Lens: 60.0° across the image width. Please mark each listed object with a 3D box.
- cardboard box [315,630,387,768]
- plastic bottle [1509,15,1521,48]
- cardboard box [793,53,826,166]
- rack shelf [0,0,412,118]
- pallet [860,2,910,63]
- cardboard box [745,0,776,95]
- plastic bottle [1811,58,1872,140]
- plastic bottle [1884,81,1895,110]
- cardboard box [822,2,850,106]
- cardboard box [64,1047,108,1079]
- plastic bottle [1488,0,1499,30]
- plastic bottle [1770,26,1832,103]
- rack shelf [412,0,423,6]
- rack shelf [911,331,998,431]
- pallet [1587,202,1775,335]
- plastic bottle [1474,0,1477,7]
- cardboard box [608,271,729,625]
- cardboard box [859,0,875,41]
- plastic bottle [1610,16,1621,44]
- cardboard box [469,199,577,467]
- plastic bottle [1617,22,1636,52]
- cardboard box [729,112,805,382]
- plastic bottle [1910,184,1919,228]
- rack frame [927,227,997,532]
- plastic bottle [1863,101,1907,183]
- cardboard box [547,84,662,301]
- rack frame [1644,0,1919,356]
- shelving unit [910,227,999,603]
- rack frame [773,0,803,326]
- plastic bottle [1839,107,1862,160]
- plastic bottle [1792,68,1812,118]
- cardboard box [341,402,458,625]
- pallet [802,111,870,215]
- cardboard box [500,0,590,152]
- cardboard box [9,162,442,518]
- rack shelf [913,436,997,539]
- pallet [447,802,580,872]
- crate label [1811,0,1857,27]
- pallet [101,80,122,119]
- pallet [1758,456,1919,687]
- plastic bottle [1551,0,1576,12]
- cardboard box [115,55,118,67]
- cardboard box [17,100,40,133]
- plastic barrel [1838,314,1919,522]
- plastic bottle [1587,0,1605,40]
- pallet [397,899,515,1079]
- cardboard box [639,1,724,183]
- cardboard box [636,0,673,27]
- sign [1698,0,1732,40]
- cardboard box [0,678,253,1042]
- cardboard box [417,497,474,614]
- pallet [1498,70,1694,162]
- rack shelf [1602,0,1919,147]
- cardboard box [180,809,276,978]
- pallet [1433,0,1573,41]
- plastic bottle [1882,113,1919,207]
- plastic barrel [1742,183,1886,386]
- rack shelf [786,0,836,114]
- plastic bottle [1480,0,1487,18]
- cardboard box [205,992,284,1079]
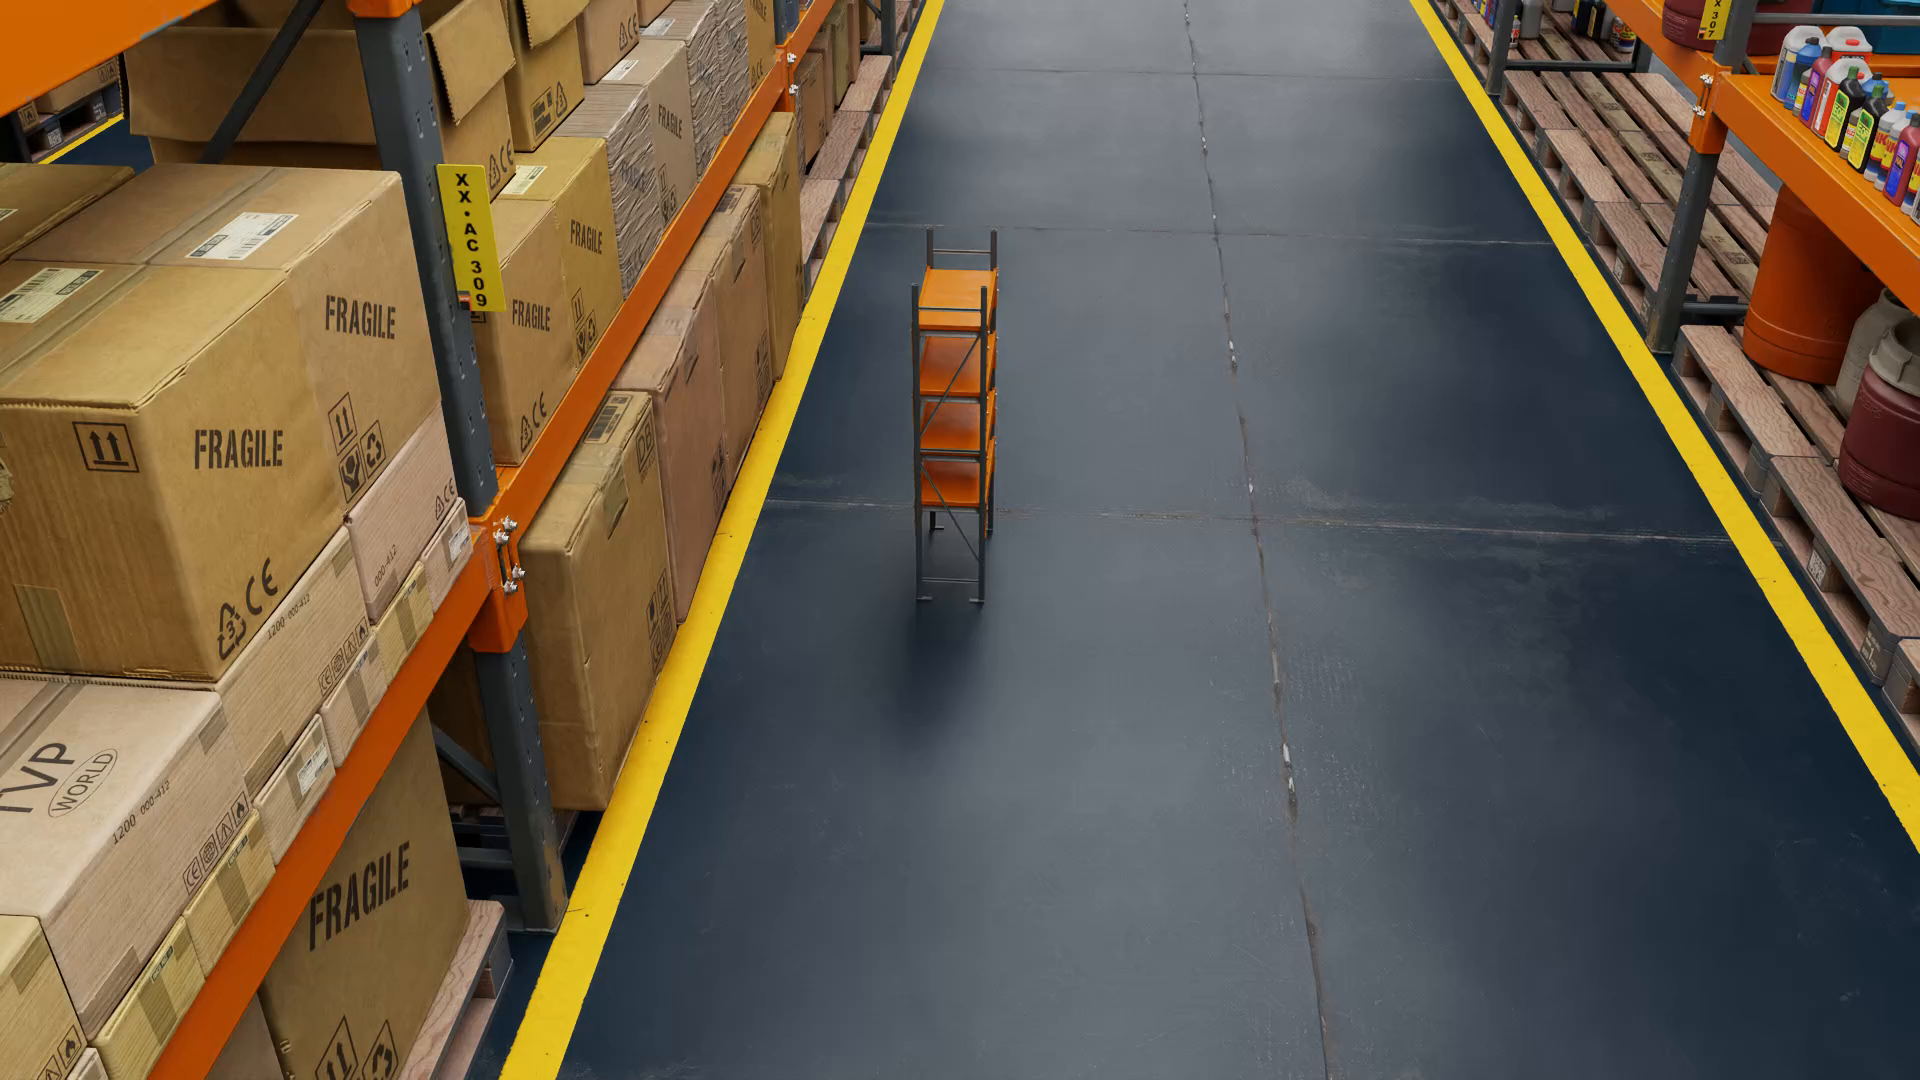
[{"bbox_3d":[-1.327,0.292,3.156,0.380,0.149,0.250,2,32,3],"label":"cardboard box"},{"bbox_3d":[3.720,-3.427,11.200,0.097,0.201,0.097,0,32,0],"label":"plastic bottle"},{"bbox_3d":[-1.155,-2.410,9.265,0.700,0.500,0.500,5,32,8],"label":"cardboard box"},{"bbox_3d":[-1.750,-0.182,1.512,1.077,0.370,4.000,2,32,4],"label":"rack shelf"},{"bbox_3d":[-0.916,-3.606,11.899,1.003,0.211,1.213,2,32,4],"label":"pallet"},{"bbox_3d":[-1.054,-2.122,6.739,0.500,0.500,0.500,3,32,5],"label":"cardboard box"},{"bbox_3d":[3.280,-1.630,6.153,0.152,0.276,0.135,2,32,4],"label":"plastic bottle"},{"bbox_3d":[3.406,-1.602,6.180,0.097,0.201,0.097,0,32,0],"label":"plastic bottle"},{"bbox_3d":[-1.065,-2.994,10.213,0.700,0.500,0.500,2,32,4],"label":"cardboard box"},{"bbox_3d":[-1.411,0.829,2.286,0.380,0.149,0.250,3,32,5],"label":"cardboard box"},{"bbox_3d":[3.782,-3.737,11.561,0.144,0.351,0.185,1,32,2],"label":"plastic bottle"},{"bbox_3d":[3.318,-1.872,6.546,0.152,0.276,0.135,2,32,4],"label":"plastic bottle"},{"bbox_3d":[-1.424,-2.273,4.906,1.077,0.370,4.000,2,32,4],"label":"rack shelf"},{"bbox_3d":[-0.013,-0.557,5.713,0.258,0.148,0.480,2,32,4],"label":"rack shelf"},{"bbox_3d":[3.777,-1.353,8.244,1.003,0.211,1.213,2,32,4],"label":"pallet"},{"bbox_3d":[3.808,-3.990,12.114,0.097,0.201,0.097,0,32,0],"label":"plastic bottle"},{"bbox_3d":[-1.483,-0.334,5.558,1.225,0.875,0.875,1,32,2],"label":"cardboard box"},{"bbox_3d":[-0.863,-3.762,11.478,0.500,0.500,0.500,2,32,2],"label":"cardboard box"},{"bbox_3d":[4.480,-3.479,11.284,0.097,0.201,0.097,0,32,0],"label":"plastic bottle"},{"bbox_3d":[-1.300,-0.529,4.154,0.500,0.500,0.500,3,32,4],"label":"cardboard box"},{"bbox_3d":[4.464,-3.402,11.093,0.097,0.271,0.097,0,32,0],"label":"plastic bottle"},{"bbox_3d":[-1.338,-1.263,7.065,1.225,0.875,0.875,1,32,2],"label":"cardboard box"},{"bbox_3d":[3.205,-1.146,5.369,0.152,0.276,0.135,2,32,4],"label":"plastic bottle"},{"bbox_3d":[0.006,-0.552,6.002,0.240,1.200,0.015,2,32,4],"label":"rack frame"},{"bbox_3d":[3.214,-1.378,5.749,0.097,0.271,0.097,0,32,0],"label":"plastic bottle"},{"bbox_3d":[-1.219,-1.054,5.006,0.500,0.500,0.500,2,32,3],"label":"cardboard box"},{"bbox_3d":[3.675,-2.137,6.858,1.000,3.000,0.127,2,32,4],"label":"rack frame"},{"bbox_3d":[-0.013,-0.424,5.795,0.258,1.200,0.503,2,32,4],"label":"shelving unit"},{"bbox_3d":[-1.261,-2.348,7.202,1.000,3.000,0.127,2,32,4],"label":"rack frame"},{"bbox_3d":[3.233,-1.469,5.963,0.097,0.201,0.097,0,32,0],"label":"plastic bottle"},{"bbox_3d":[3.273,-1.729,6.387,0.097,0.201,0.097,0,32,0],"label":"plastic bottle"},{"bbox_3d":[-1.361,-0.077,3.376,0.500,0.250,0.500,2,32,3],"label":"cardboard box"},{"bbox_3d":[-1.094,-2.206,9.628,1.003,0.211,1.213,2,32,4],"label":"pallet"},{"bbox_3d":[-1.476,-1.419,4.642,0.797,0.503,0.637,3,32,5],"label":"cardboard box"},{"bbox_3d":[-1.358,-0.387,3.164,0.500,0.500,0.500,3,32,5],"label":"cardboard box"},{"bbox_3d":[-0.013,-0.198,5.934,0.258,0.148,0.480,2,32,4],"label":"rack shelf"},{"bbox_3d":[-1.599,0.524,5.199,1.003,0.211,1.213,2,32,4],"label":"pallet"},{"bbox_3d":[4.026,-2.660,7.673,0.502,0.435,0.616,2,32,4],"label":"crate label"},{"bbox_3d":[-5.858,-3.111,11.097,1.003,0.211,1.213,2,32,4],"label":"pallet"},{"bbox_3d":[3.551,0.101,5.886,1.003,0.211,1.213,2,32,4],"label":"pallet"},{"bbox_3d":[4.381,-3.975,12.017,0.152,0.276,0.135,2,32,4],"label":"plastic bottle"},{"bbox_3d":[-5.832,-3.597,10.972,1.050,0.750,0.750,2,32,4],"label":"cardboard box"},{"bbox_3d":[-5.989,-2.606,9.364,1.050,0.750,0.750,3,32,5],"label":"cardboard box"},{"bbox_3d":[3.561,-0.442,6.006,0.600,0.588,0.708,2,32,4],"label":"plastic barrel"},{"bbox_3d":[4.357,-3.582,11.373,0.061,0.283,0.133,2,32,4],"label":"plastic bottle"},{"bbox_3d":[-1.727,1.325,3.899,1.003,0.211,1.213,2,32,4],"label":"pallet"},{"bbox_3d":[-1.140,-1.590,5.876,0.500,0.500,0.500,1,32,2],"label":"cardboard box"},{"bbox_3d":[-1.393,-2.096,5.740,0.797,0.503,0.637,3,32,5],"label":"cardboard box"},{"bbox_3d":[3.127,-2.226,6.848,0.100,0.325,0.005,2,32,4],"label":"sign"},{"bbox_3d":[-1.442,0.460,2.504,0.500,0.250,0.500,3,32,5],"label":"cardboard box"},{"bbox_3d":[-1.285,0.024,3.592,0.380,0.149,0.250,3,32,4],"label":"cardboard box"},{"bbox_3d":[3.976,-2.629,10.315,1.003,0.211,1.213,2,32,4],"label":"pallet"},{"bbox_3d":[3.838,-2.876,8.744,1.077,0.370,4.000,2,32,4],"label":"rack shelf"},{"bbox_3d":[-1.368,0.562,2.719,0.380,0.149,0.250,3,32,5],"label":"cardboard box"},{"bbox_3d":[4.194,-4.030,12.589,1.003,0.211,1.213,2,32,4],"label":"pallet"},{"bbox_3d":[3.178,-1.272,5.567,0.061,0.283,0.133,2,32,4],"label":"plastic bottle"},{"bbox_3d":[3.653,-1.135,6.901,0.600,0.830,0.708,2,32,4],"label":"plastic barrel"},{"bbox_3d":[-1.098,-3.088,9.087,1.077,0.370,4.000,2,32,4],"label":"rack shelf"},{"bbox_3d":[3.808,-3.906,11.835,0.144,0.351,0.185,2,32,4],"label":"plastic bottle"},{"bbox_3d":[-1.794,1.281,2.937,0.875,0.875,0.875,2,32,4],"label":"cardboard box"}]
